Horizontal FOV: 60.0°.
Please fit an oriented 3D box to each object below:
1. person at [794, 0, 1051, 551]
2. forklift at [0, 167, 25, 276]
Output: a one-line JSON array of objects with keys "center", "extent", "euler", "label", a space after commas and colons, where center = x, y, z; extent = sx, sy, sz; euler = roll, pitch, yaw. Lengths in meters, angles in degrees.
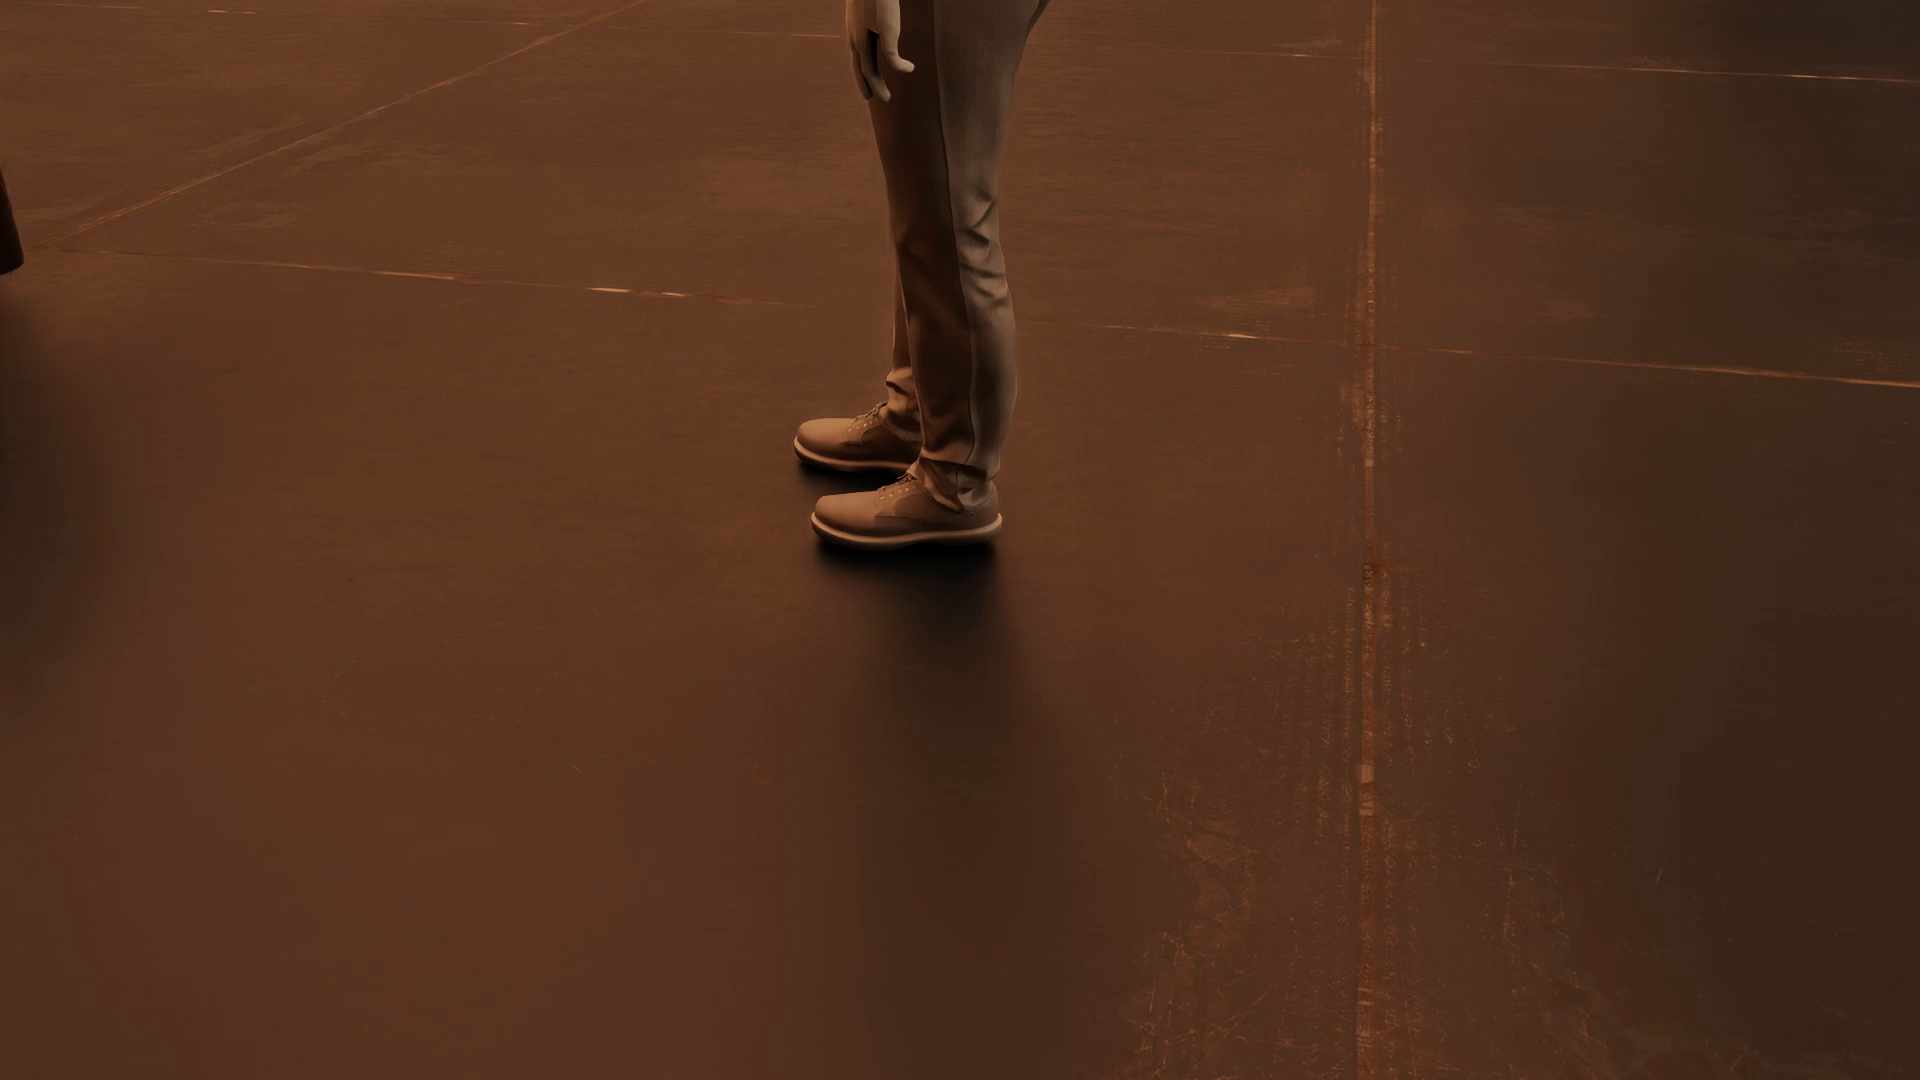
[{"center": [-0.066, -0.773, 2.135], "extent": [0.530, 1.694, 0.586], "euler": [6, 27, 11], "label": "person"}, {"center": [-3.534, -1.808, 2.830], "extent": [3.031, 2.935, 1.130], "euler": [8, 28, 15], "label": "forklift"}]
